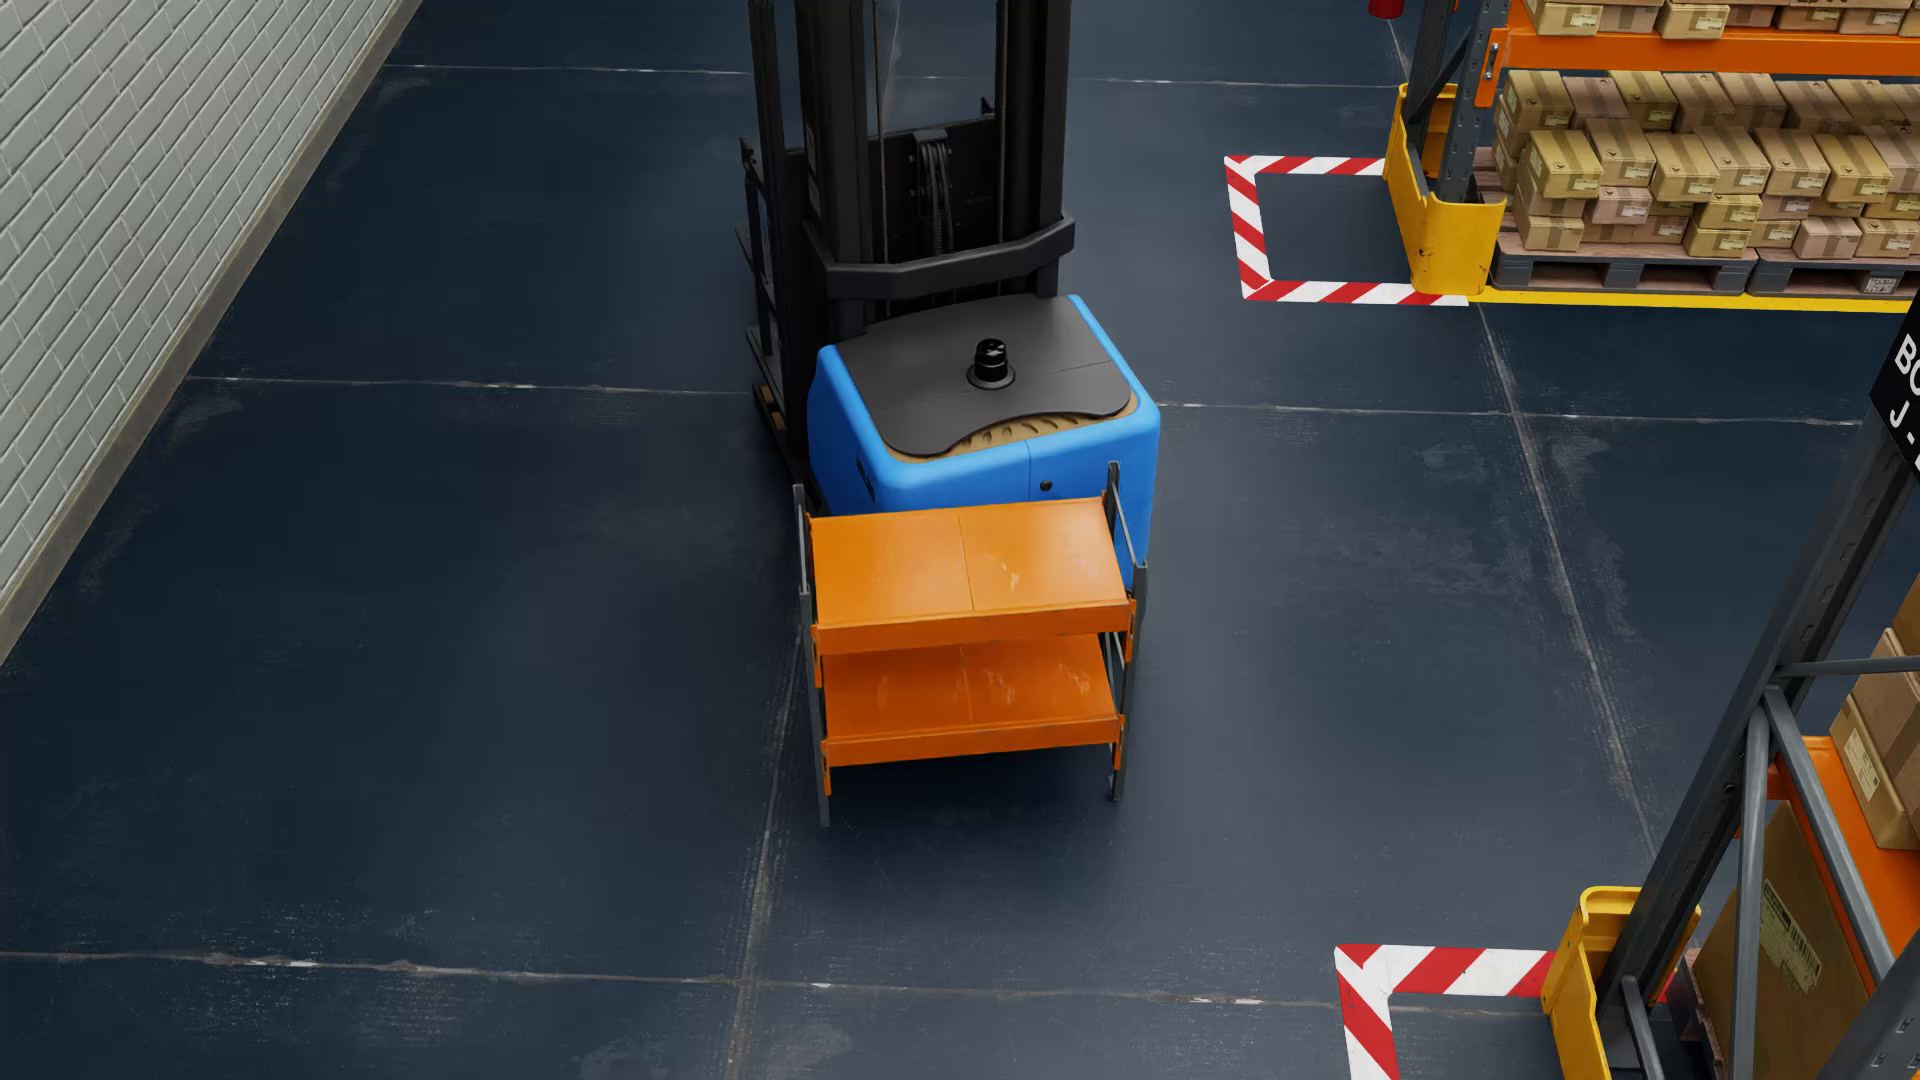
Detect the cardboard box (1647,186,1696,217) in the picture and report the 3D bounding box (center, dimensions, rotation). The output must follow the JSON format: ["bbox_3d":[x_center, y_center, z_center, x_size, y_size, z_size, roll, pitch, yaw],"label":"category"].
[{"bbox_3d":[3.347,-1.714,7.954,0.250,0.149,0.380,2,43,2],"label":"cardboard box"}]

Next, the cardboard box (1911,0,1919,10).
[{"bbox_3d":[4.285,-2.589,7.037,0.500,0.500,0.500,1,43,1],"label":"cardboard box"}]

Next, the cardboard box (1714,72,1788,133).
[{"bbox_3d":[3.895,-2.174,8.230,0.250,0.149,0.380,3,43,3],"label":"cardboard box"}]

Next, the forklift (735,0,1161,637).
[{"bbox_3d":[-0.265,-1.549,6.263,1.130,2.935,3.031,-14,45,-14],"label":"forklift"}]

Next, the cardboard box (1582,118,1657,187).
[{"bbox_3d":[3.104,-1.834,7.865,0.250,0.149,0.380,2,43,3],"label":"cardboard box"}]

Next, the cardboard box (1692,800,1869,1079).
[{"bbox_3d":[2.634,1.284,4.422,0.875,0.875,0.875,2,43,2],"label":"cardboard box"}]

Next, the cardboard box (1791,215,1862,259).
[{"bbox_3d":[4.092,-1.508,7.952,0.250,0.149,0.380,0,43,0],"label":"cardboard box"}]

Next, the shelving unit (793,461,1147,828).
[{"bbox_3d":[0.017,0.364,5.533,1.048,1.125,0.538,-4,43,-5],"label":"shelving unit"}]

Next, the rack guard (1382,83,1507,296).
[{"bbox_3d":[2.391,-1.762,8.275,0.348,0.500,1.175,2,43,2],"label":"rack guard"}]

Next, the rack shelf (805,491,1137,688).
[{"bbox_3d":[0.017,0.150,5.334,1.000,0.278,0.538,-4,43,-5],"label":"rack shelf"}]

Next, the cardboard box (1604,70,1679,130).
[{"bbox_3d":[3.368,-2.196,8.253,0.250,0.149,0.380,1,43,1],"label":"cardboard box"}]

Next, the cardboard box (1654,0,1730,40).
[{"bbox_3d":[3.146,-2.330,7.235,0.250,0.149,0.380,1,43,1],"label":"cardboard box"}]

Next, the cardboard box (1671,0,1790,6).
[{"bbox_3d":[3.287,-2.624,7.074,0.500,0.500,0.500,2,43,2],"label":"cardboard box"}]

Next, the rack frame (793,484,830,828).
[{"bbox_3d":[-0.488,0.403,5.492,0.032,1.125,0.500,-4,43,-5],"label":"rack frame"}]

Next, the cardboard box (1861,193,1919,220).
[{"bbox_3d":[4.410,-1.693,7.932,0.250,0.149,0.380,4,43,4],"label":"cardboard box"}]

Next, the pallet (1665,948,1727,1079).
[{"bbox_3d":[2.793,1.687,4.785,1.213,0.211,1.003,2,43,2],"label":"pallet"}]

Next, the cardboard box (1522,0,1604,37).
[{"bbox_3d":[2.624,-2.354,7.261,0.250,0.149,0.380,1,43,2],"label":"cardboard box"}]

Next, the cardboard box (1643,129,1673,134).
[{"bbox_3d":[3.375,-2.062,8.328,0.250,0.149,0.380,0,43,0],"label":"cardboard box"}]

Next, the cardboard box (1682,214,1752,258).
[{"bbox_3d":[3.588,-1.518,7.962,0.250,0.149,0.380,2,43,2],"label":"cardboard box"}]

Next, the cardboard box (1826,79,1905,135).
[{"bbox_3d":[4.416,-2.102,8.153,0.250,0.149,0.380,2,43,2],"label":"cardboard box"}]

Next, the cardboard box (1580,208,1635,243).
[{"bbox_3d":[3.089,-1.604,8.054,0.250,0.149,0.380,2,43,2],"label":"cardboard box"}]

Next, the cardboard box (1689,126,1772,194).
[{"bbox_3d":[3.602,-1.787,7.815,0.250,0.149,0.380,0,43,0],"label":"cardboard box"}]

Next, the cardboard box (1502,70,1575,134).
[{"bbox_3d":[2.855,-2.164,8.219,0.250,0.149,0.380,2,43,2],"label":"cardboard box"}]

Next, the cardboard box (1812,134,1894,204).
[{"bbox_3d":[4.139,-1.733,7.757,0.250,0.149,0.380,2,43,3],"label":"cardboard box"}]

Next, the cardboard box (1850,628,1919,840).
[{"bbox_3d":[2.487,0.475,3.931,0.500,0.250,0.500,1,43,1],"label":"cardboard box"}]

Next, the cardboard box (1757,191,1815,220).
[{"bbox_3d":[3.867,-1.688,7.927,0.250,0.149,0.380,0,43,0],"label":"cardboard box"}]

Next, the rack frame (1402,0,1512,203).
[{"bbox_3d":[2.315,-2.679,7.426,0.127,3.000,1.000,2,43,2],"label":"rack frame"}]

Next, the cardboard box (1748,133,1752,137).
[{"bbox_3d":[3.892,-2.055,8.321,0.250,0.149,0.380,2,43,3],"label":"cardboard box"}]

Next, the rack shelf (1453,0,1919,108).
[{"bbox_3d":[4.313,-2.355,7.605,4.000,0.370,1.077,2,43,2],"label":"rack shelf"}]

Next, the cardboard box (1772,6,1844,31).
[{"bbox_3d":[3.682,-2.390,7.300,0.250,0.149,0.380,1,43,1],"label":"cardboard box"}]

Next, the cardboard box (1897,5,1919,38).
[{"bbox_3d":[4.185,-2.341,7.247,0.250,0.149,0.380,3,43,3],"label":"cardboard box"}]

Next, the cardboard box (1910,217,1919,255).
[{"bbox_3d":[4.613,-1.533,7.978,0.250,0.149,0.380,3,43,3],"label":"cardboard box"}]

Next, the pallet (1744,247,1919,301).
[{"bbox_3d":[4.417,-1.568,8.279,1.213,0.211,1.003,2,43,2],"label":"pallet"}]

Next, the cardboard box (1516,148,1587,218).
[{"bbox_3d":[2.827,-1.708,7.948,0.250,0.149,0.380,3,43,4],"label":"cardboard box"}]
